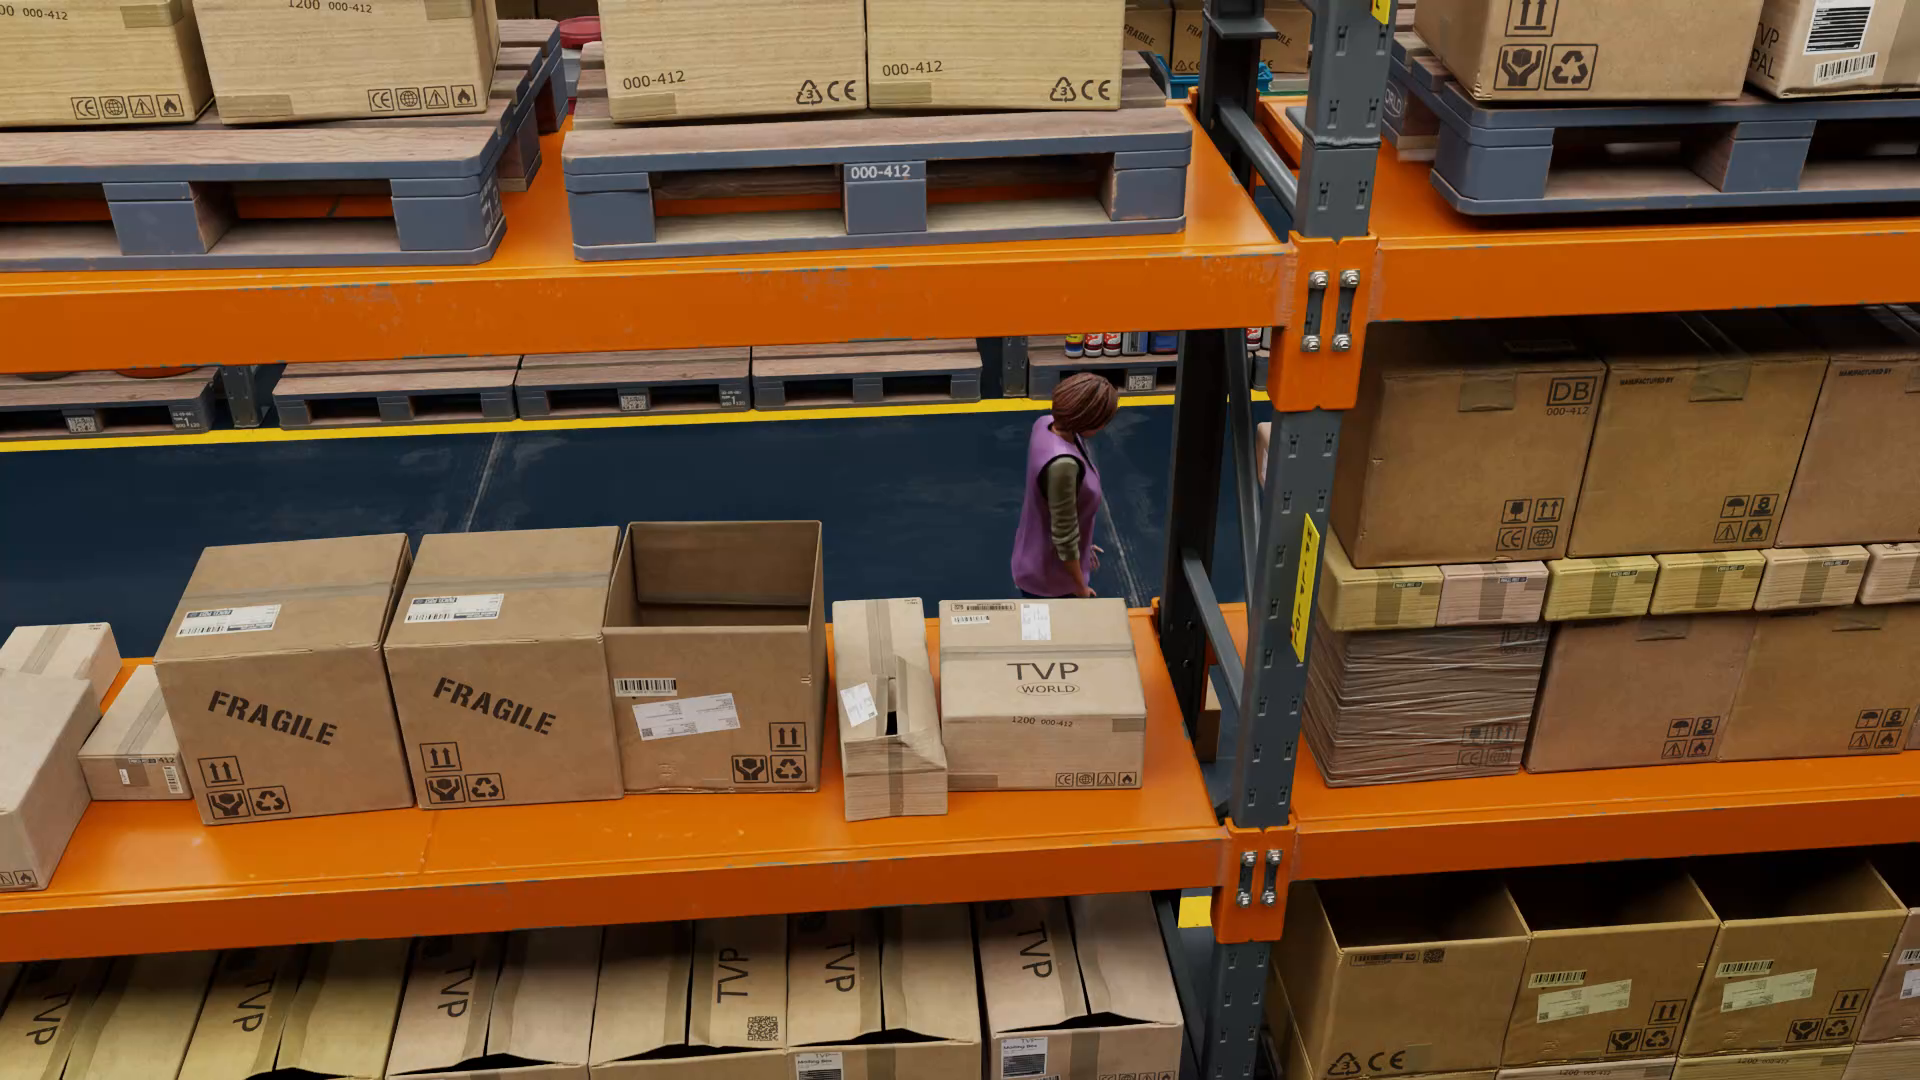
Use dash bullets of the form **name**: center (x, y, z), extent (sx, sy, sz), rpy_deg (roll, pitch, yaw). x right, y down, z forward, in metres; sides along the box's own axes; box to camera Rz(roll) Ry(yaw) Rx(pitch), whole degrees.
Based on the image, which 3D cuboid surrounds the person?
- **person**: center (0.403, 0.213, 6.064), extent (0.640, 1.325, 0.462), rpy_deg (-1, 32, -1)
